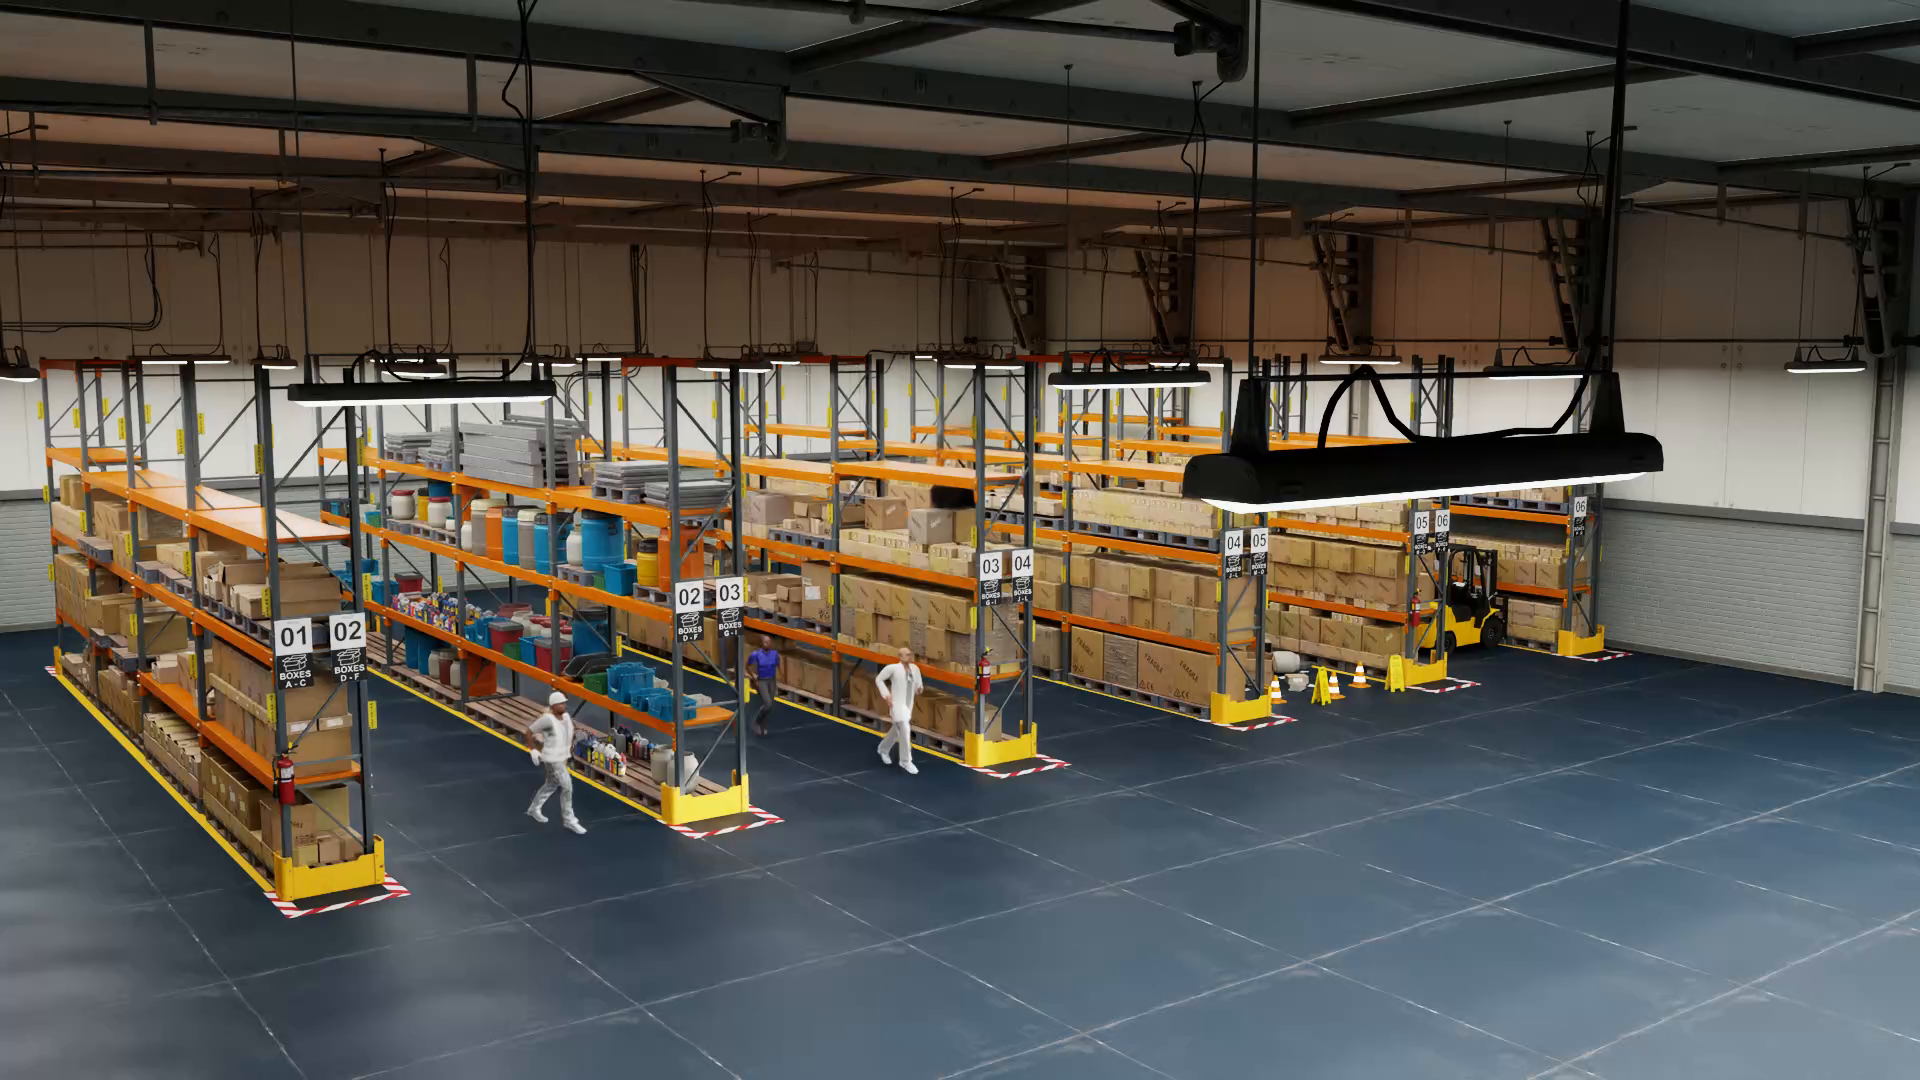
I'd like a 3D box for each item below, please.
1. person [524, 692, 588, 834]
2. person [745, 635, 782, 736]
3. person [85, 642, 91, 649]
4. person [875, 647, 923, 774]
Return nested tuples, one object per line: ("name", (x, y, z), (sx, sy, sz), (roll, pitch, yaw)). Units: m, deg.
("person", (-5.229, 2.859, 21.458), (0.899, 1.828, 0.669), (2, 7, 13))
("person", (-3.082, 2.339, 26.615), (0.555, 1.620, 0.624), (-5, 9, -36))
("person", (-17.175, 1.562, 33.132), (0.441, 1.616, 0.637), (-5, 8, -36))
("person", (-0.856, 2.473, 24.639), (0.944, 1.802, 0.684), (6, 9, 42))
